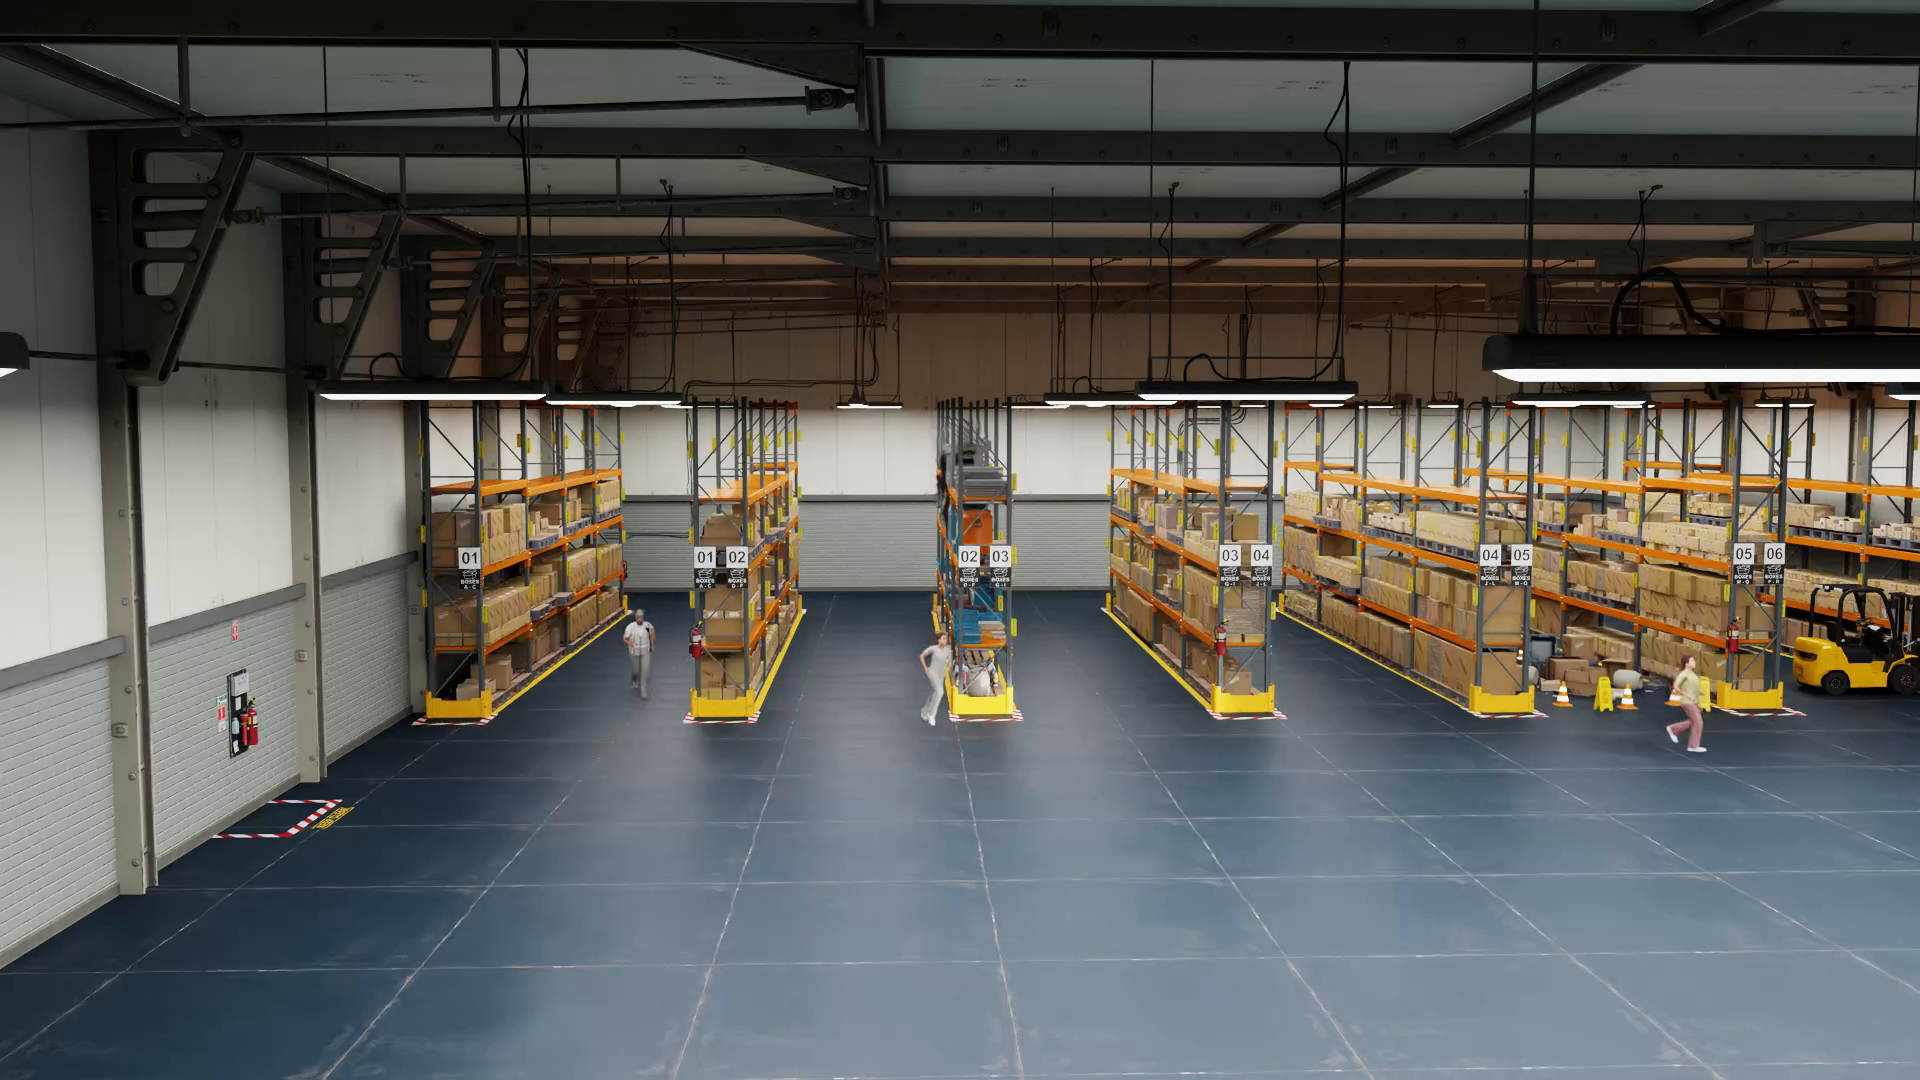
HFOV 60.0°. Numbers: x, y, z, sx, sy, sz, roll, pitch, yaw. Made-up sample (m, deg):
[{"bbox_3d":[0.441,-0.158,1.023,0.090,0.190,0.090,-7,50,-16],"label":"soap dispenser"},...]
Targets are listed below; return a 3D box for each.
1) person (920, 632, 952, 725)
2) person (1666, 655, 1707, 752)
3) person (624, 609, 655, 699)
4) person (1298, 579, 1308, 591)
[{"bbox_3d":[-0.424,2.542,30.733,0.587,1.682,0.664,-4,6,-40],"label":"person"},{"bbox_3d":[12.254,2.742,28.047,0.703,1.624,0.584,4,6,44],"label":"person"},{"bbox_3d":[-6.450,2.256,33.490,0.647,1.768,0.943,-1,5,-17],"label":"person"},{"bbox_3d":[10.181,1.143,49.164,0.544,1.652,0.700,3,6,38],"label":"person"}]
